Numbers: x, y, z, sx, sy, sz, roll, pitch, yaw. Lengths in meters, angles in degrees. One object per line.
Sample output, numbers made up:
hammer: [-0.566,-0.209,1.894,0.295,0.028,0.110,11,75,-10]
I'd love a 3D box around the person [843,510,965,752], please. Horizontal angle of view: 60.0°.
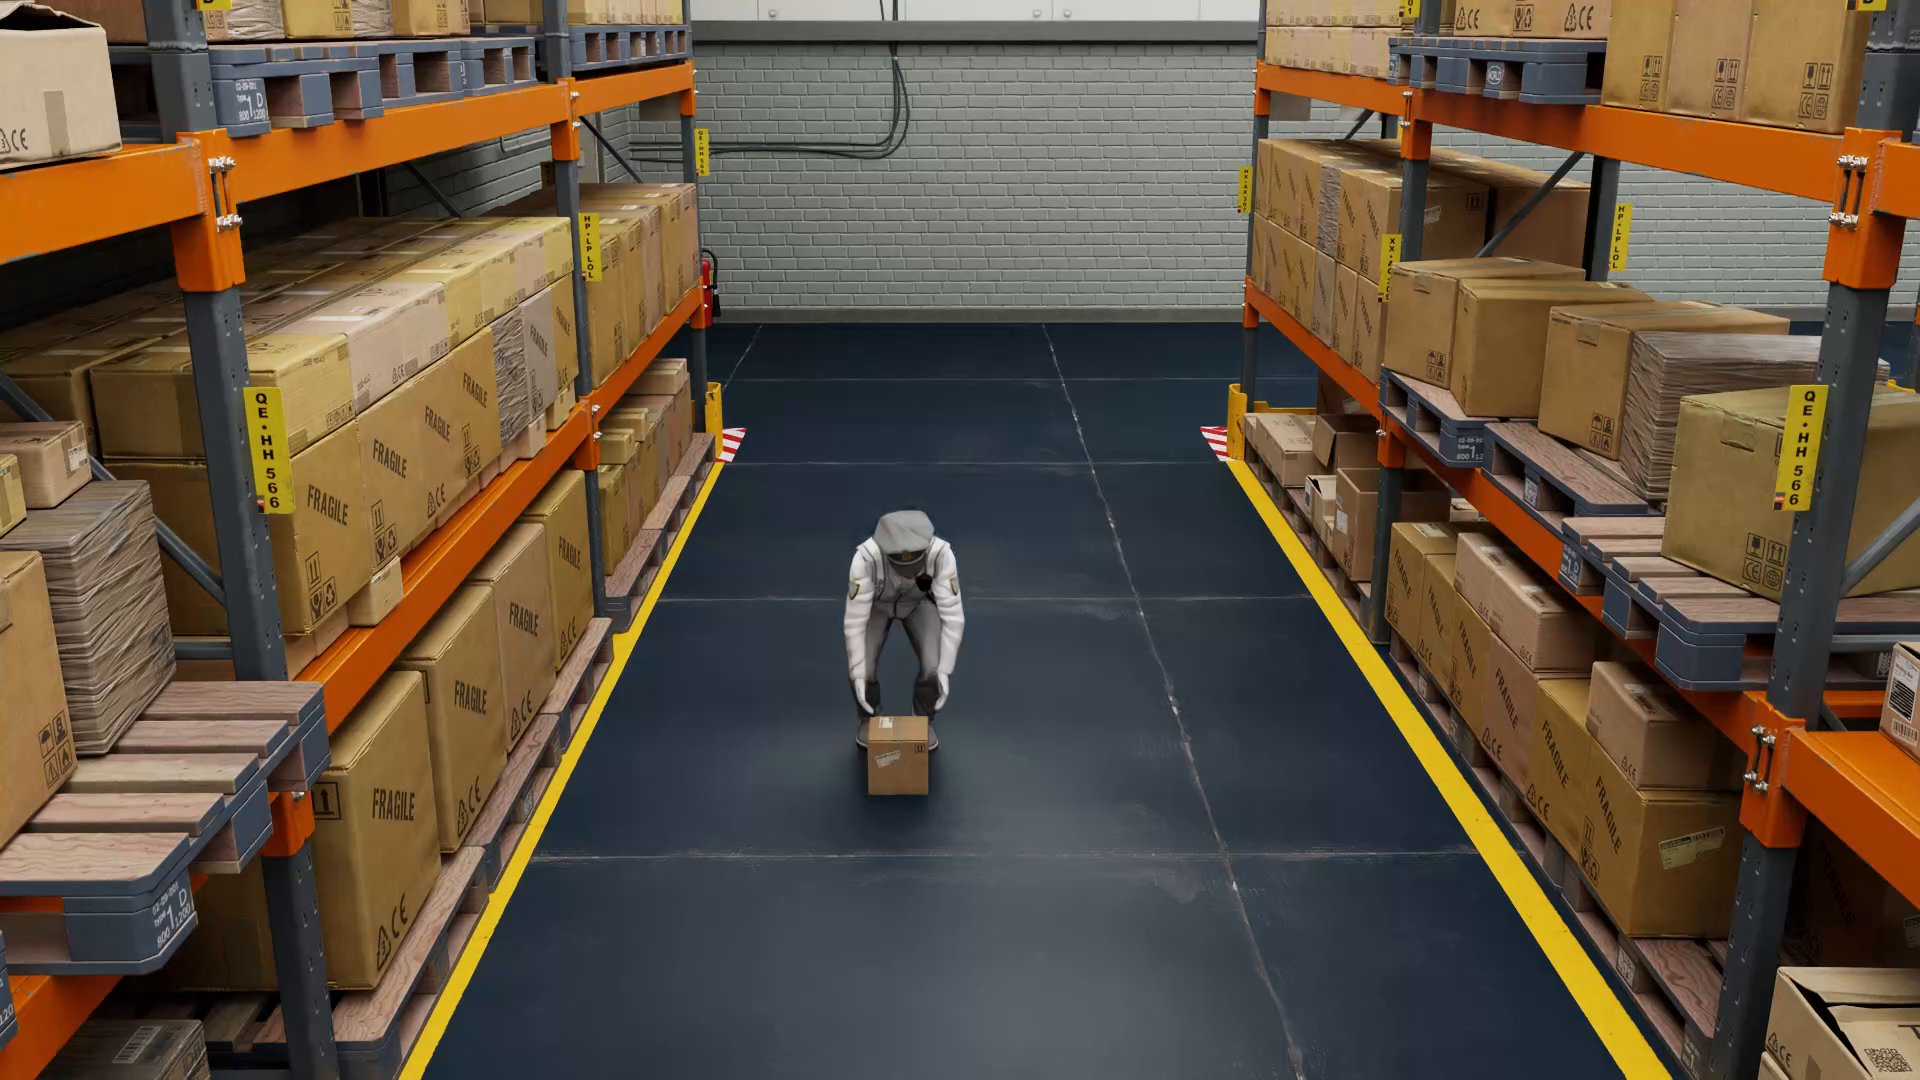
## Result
person: [-0.240,0.371,7.222,0.518,1.154,0.804,0,17,-1]
